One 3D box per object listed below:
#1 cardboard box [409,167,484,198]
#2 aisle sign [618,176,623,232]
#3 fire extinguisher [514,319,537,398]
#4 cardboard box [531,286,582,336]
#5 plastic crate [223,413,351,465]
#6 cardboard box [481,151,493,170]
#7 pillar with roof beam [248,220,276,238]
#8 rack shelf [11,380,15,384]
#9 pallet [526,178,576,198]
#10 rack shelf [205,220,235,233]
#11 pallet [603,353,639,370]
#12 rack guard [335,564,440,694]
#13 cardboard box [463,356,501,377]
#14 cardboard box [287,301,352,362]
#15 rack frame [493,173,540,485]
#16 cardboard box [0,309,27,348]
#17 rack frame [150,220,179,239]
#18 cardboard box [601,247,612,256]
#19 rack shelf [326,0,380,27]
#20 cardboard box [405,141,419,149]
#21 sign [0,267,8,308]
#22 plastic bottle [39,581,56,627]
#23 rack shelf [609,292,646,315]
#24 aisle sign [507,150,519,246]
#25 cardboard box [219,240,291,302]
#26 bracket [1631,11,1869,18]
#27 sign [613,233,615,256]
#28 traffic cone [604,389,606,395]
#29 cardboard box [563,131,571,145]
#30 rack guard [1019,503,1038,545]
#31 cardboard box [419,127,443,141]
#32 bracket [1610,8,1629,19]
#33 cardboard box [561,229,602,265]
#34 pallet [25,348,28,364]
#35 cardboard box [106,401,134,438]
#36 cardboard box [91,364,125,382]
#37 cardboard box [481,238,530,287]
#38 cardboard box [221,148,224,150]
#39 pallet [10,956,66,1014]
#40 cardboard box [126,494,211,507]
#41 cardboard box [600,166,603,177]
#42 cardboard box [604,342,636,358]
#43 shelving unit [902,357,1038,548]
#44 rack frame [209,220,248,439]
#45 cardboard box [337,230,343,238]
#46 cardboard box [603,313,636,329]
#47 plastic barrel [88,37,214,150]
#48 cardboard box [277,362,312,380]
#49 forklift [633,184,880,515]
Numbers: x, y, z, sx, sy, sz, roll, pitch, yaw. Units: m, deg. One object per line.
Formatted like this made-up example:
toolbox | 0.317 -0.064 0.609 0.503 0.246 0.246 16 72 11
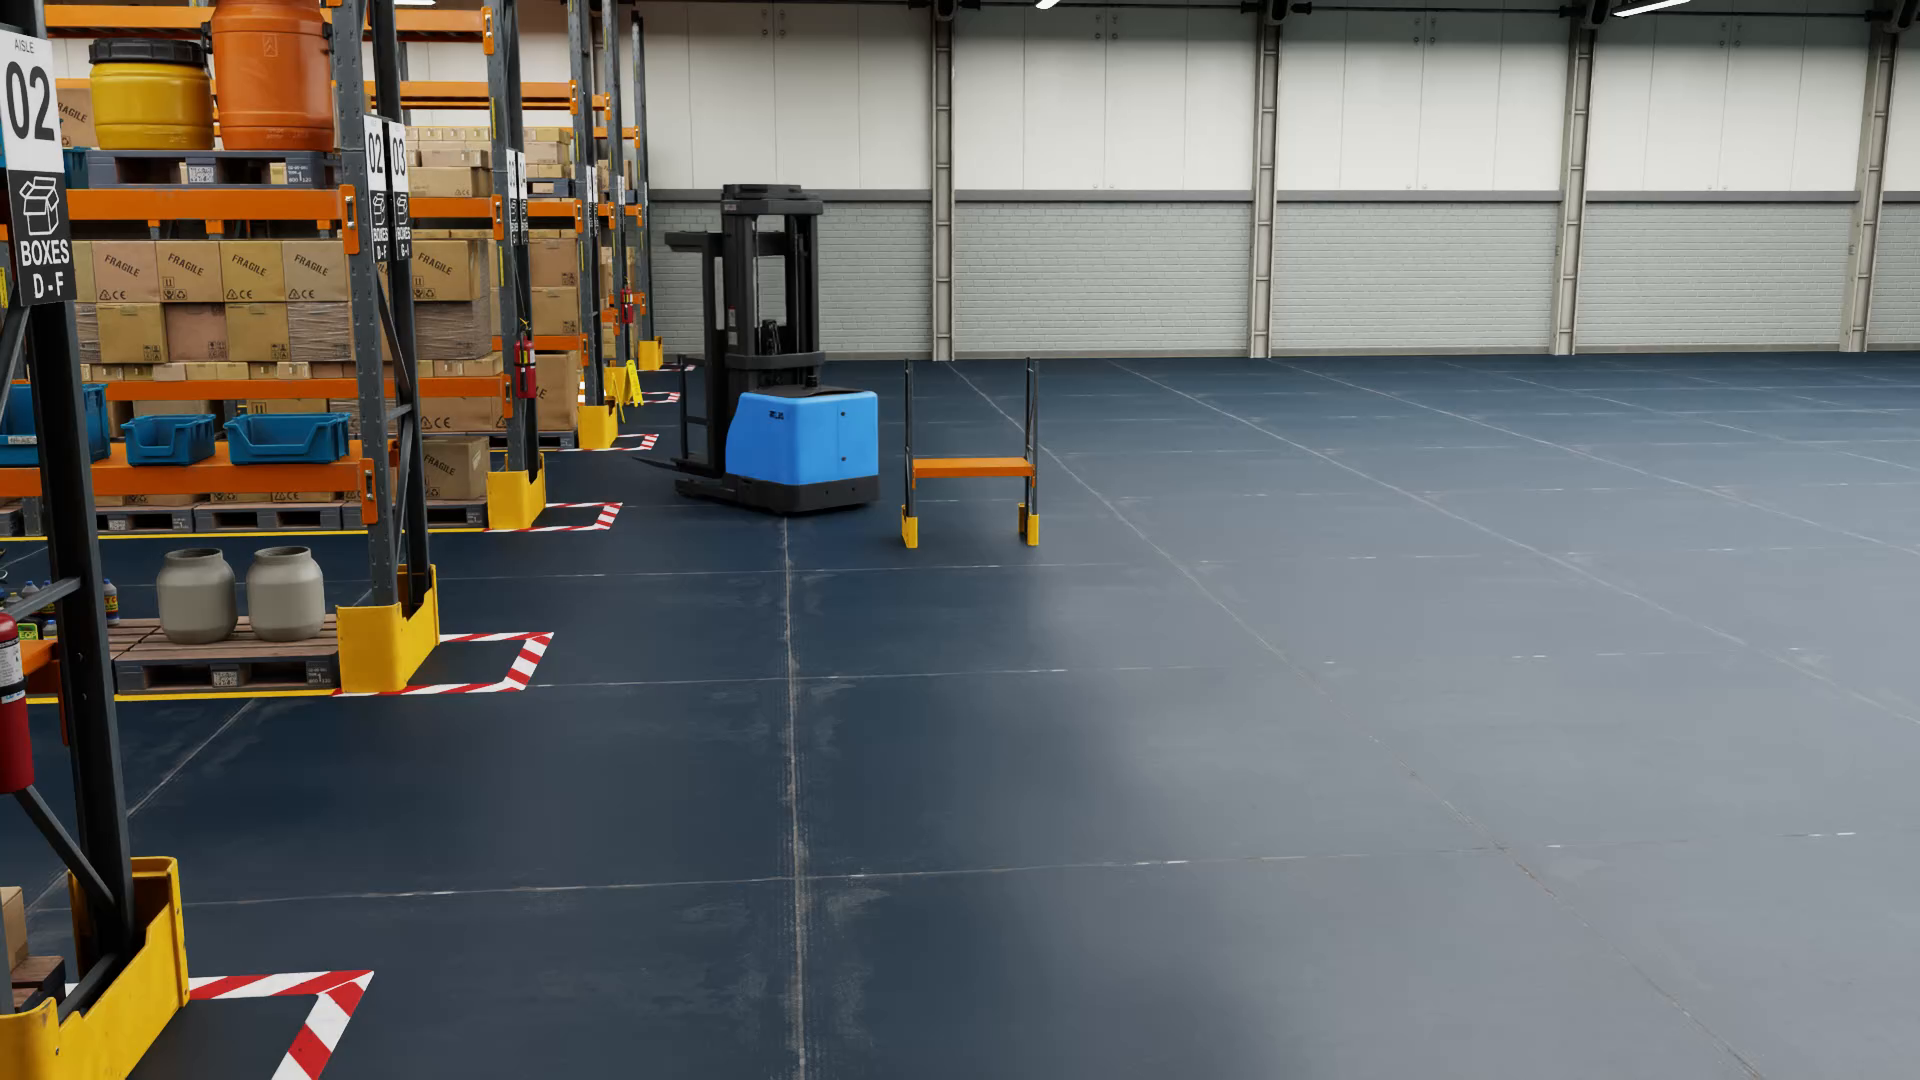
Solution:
cardboard box | -4.330 -3.015 14.041 0.500 0.250 0.500 -1 11 -5
aisle sign | -4.856 -4.797 23.754 0.004 0.787 0.394 -1 11 -6
fire extinguisher | -3.715 -1.552 14.185 0.183 0.674 0.296 -1 11 -6
cardboard box | -4.678 -2.686 19.366 0.550 0.550 0.875 -1 11 -6
plastic crate | -3.809 -0.585 9.452 0.616 0.251 0.499 -1 11 -6
cardboard box | -4.177 -3.308 14.497 0.250 0.149 0.380 -1 11 -6
pillar with roof beam | -11.778 -6.679 24.515 0.548 9.000 9.100 -1 11 -6
rack shelf | -9.843 -1.197 14.048 4.000 0.370 1.077 -1 11 -6
pallet | -5.050 -4.040 19.094 1.213 0.211 1.003 -1 11 -6
rack shelf | -10.279 -3.623 18.608 4.000 0.370 1.077 -1 11 -6
pallet | -6.244 -3.136 29.270 1.213 0.211 1.003 -1 11 -6
rack guard | -3.414 0.512 9.970 0.348 0.500 1.175 -1 11 -6
cardboard box | -4.140 -1.507 14.407 0.250 0.149 0.380 -1 11 -6
cardboard box | -5.414 -1.829 14.364 0.500 0.500 0.875 -1 11 -6
rack frame | -3.878 -1.675 14.614 0.127 3.000 1.000 -1 11 -6
cardboard box | -8.660 -2.103 14.145 1.000 1.000 1.000 -1 11 -6
rack frame | -13.442 -4.361 28.275 0.127 3.000 1.000 -1 11 -6
cardboard box | -6.064 -4.982 28.722 0.250 0.149 0.380 -1 11 -6
rack shelf | -5.332 -3.078 9.100 4.000 0.370 1.077 -1 11 -6
cardboard box | -6.268 -4.333 18.628 0.500 0.250 0.500 -1 11 -6
sign | -7.792 -2.054 13.538 0.005 0.325 0.100 -1 11 -6
plastic bottle | -5.520 0.382 10.079 0.097 0.271 0.097 0 11 0
rack shelf | -7.477 -4.133 28.981 4.000 0.370 1.077 -1 11 -6
aisle sign | -3.784 -2.895 14.078 0.004 0.787 0.394 -1 11 -6
cardboard box | -5.890 -2.272 14.026 0.500 0.500 0.500 -1 11 -6
bracket | 14.646 -9.766 30.882 4.783 0.066 0.076 -1 11 -6
sign | -4.909 -4.192 23.596 0.005 0.325 0.100 -1 11 -6
traffic cone | -4.779 -1.869 22.176 0.334 0.463 0.336 -1 11 -6
cardboard box | -4.680 -4.678 19.346 0.250 0.149 0.380 -1 11 -5
rack guard | 0.571 -0.135 13.905 0.087 0.250 0.587 -1 11 -6
cardboard box | -5.876 -4.525 18.570 0.250 0.149 0.380 -1 11 -7
bracket | 12.068 -9.711 30.608 0.430 0.232 0.235 -1 11 -6
cardboard box | -5.433 -4.209 23.880 0.500 0.500 0.700 -1 11 -7
pallet | -8.631 -1.510 14.270 1.213 0.211 1.003 -1 11 -6
cardboard box | -9.857 -1.598 18.964 0.750 0.750 1.050 -1 11 -6
cardboard box | -7.113 -1.429 14.012 0.250 0.149 0.380 -1 11 -6
cardboard box | -5.224 -3.203 19.195 0.550 0.550 0.875 -1 11 -6
cardboard box | -5.954 -3.180 13.847 0.250 0.149 0.380 -1 11 -5
pallet | -3.568 1.617 5.098 1.213 0.211 1.003 -1 11 -6
cardboard box | -6.885 -0.586 14.463 0.500 0.500 0.500 2 11 12
cardboard box | -5.324 -5.347 24.101 0.250 0.149 0.380 -1 11 -6
cardboard box | -5.921 -3.314 28.990 0.500 0.250 0.500 -1 11 -6
shelving unit | 0.076 -0.738 13.731 1.083 1.500 0.587 -1 11 -6
rack frame | -8.290 -2.545 19.040 0.127 3.000 1.000 -1 11 -6
cardboard box | -8.464 -4.146 23.558 0.500 0.500 0.700 -1 11 -7
cardboard box | -5.913 -3.806 28.898 0.500 0.250 0.500 -1 11 -4
plastic barrel | -4.463 -2.448 9.190 0.600 0.588 0.600 0 11 0
cardboard box | -5.619 -1.455 14.146 0.250 0.149 0.380 -1 11 -6
forklift | -2.096 -1.891 15.889 1.130 2.935 3.031 -10 15 -41
